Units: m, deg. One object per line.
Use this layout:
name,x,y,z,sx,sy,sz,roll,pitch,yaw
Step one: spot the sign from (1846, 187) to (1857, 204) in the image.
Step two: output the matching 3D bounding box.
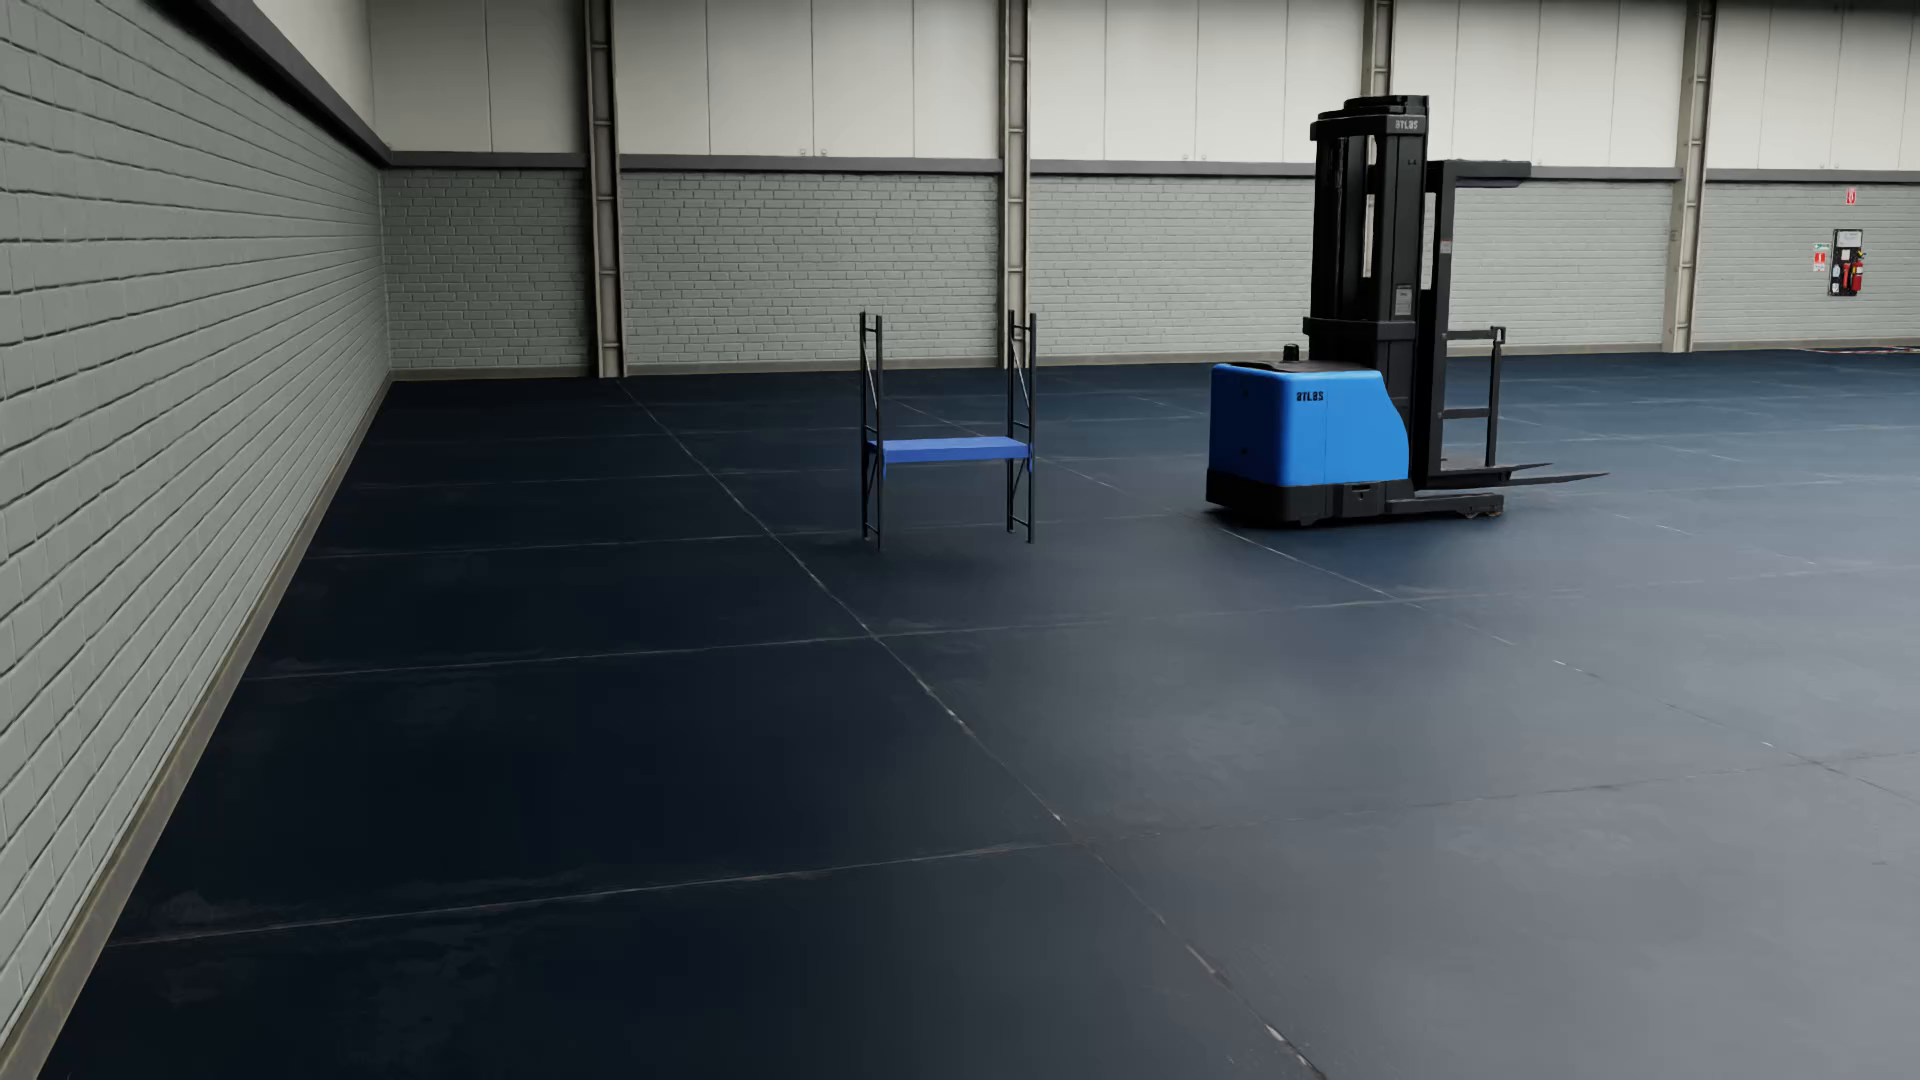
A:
sign,15.672,-6.054,29.242,0.199,0.298,0.001,-3,11,-16

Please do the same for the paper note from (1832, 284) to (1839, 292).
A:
paper note,15.519,-4.467,29.457,0.142,0.148,0.016,-3,11,-16

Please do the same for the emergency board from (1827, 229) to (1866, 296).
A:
emergency board,15.708,-4.897,29.360,0.643,1.169,0.194,-3,11,-16

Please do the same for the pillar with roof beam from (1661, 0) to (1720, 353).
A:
pillar with roof beam,13.534,-6.914,23.746,0.400,9.000,9.100,-3,11,-16

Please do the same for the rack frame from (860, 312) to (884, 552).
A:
rack frame,-0.570,-0.708,10.747,0.032,1.500,0.500,-3,11,-16

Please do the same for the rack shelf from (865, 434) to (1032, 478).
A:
rack shelf,-0.082,-0.556,10.920,1.000,0.185,0.538,-3,11,-16

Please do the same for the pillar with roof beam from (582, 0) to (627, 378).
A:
pillar with roof beam,-3.749,-6.003,18.798,0.400,9.000,9.100,-3,11,-16

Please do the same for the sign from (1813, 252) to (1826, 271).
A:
sign,15.148,-4.904,29.303,0.234,0.329,0.001,-3,11,-16

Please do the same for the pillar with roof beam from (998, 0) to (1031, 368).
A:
pillar with roof beam,2.012,-6.306,20.448,0.400,9.000,9.100,-3,11,-16

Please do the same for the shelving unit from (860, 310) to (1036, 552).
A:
shelving unit,-0.082,-0.733,10.887,1.048,1.500,0.538,-3,11,-16

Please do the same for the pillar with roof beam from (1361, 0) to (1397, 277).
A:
pillar with roof beam,7.773,-6.610,22.097,0.400,9.000,9.100,-3,11,-16

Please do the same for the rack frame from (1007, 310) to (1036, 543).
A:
rack frame,0.406,-0.759,11.027,0.032,1.500,0.500,-3,11,-16

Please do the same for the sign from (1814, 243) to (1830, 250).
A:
sign,15.155,-5.164,29.248,0.331,0.109,0.001,-3,11,-16

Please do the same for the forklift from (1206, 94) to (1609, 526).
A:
forklift,3.377,-1.683,12.092,3.031,2.935,1.130,-4,11,-21
